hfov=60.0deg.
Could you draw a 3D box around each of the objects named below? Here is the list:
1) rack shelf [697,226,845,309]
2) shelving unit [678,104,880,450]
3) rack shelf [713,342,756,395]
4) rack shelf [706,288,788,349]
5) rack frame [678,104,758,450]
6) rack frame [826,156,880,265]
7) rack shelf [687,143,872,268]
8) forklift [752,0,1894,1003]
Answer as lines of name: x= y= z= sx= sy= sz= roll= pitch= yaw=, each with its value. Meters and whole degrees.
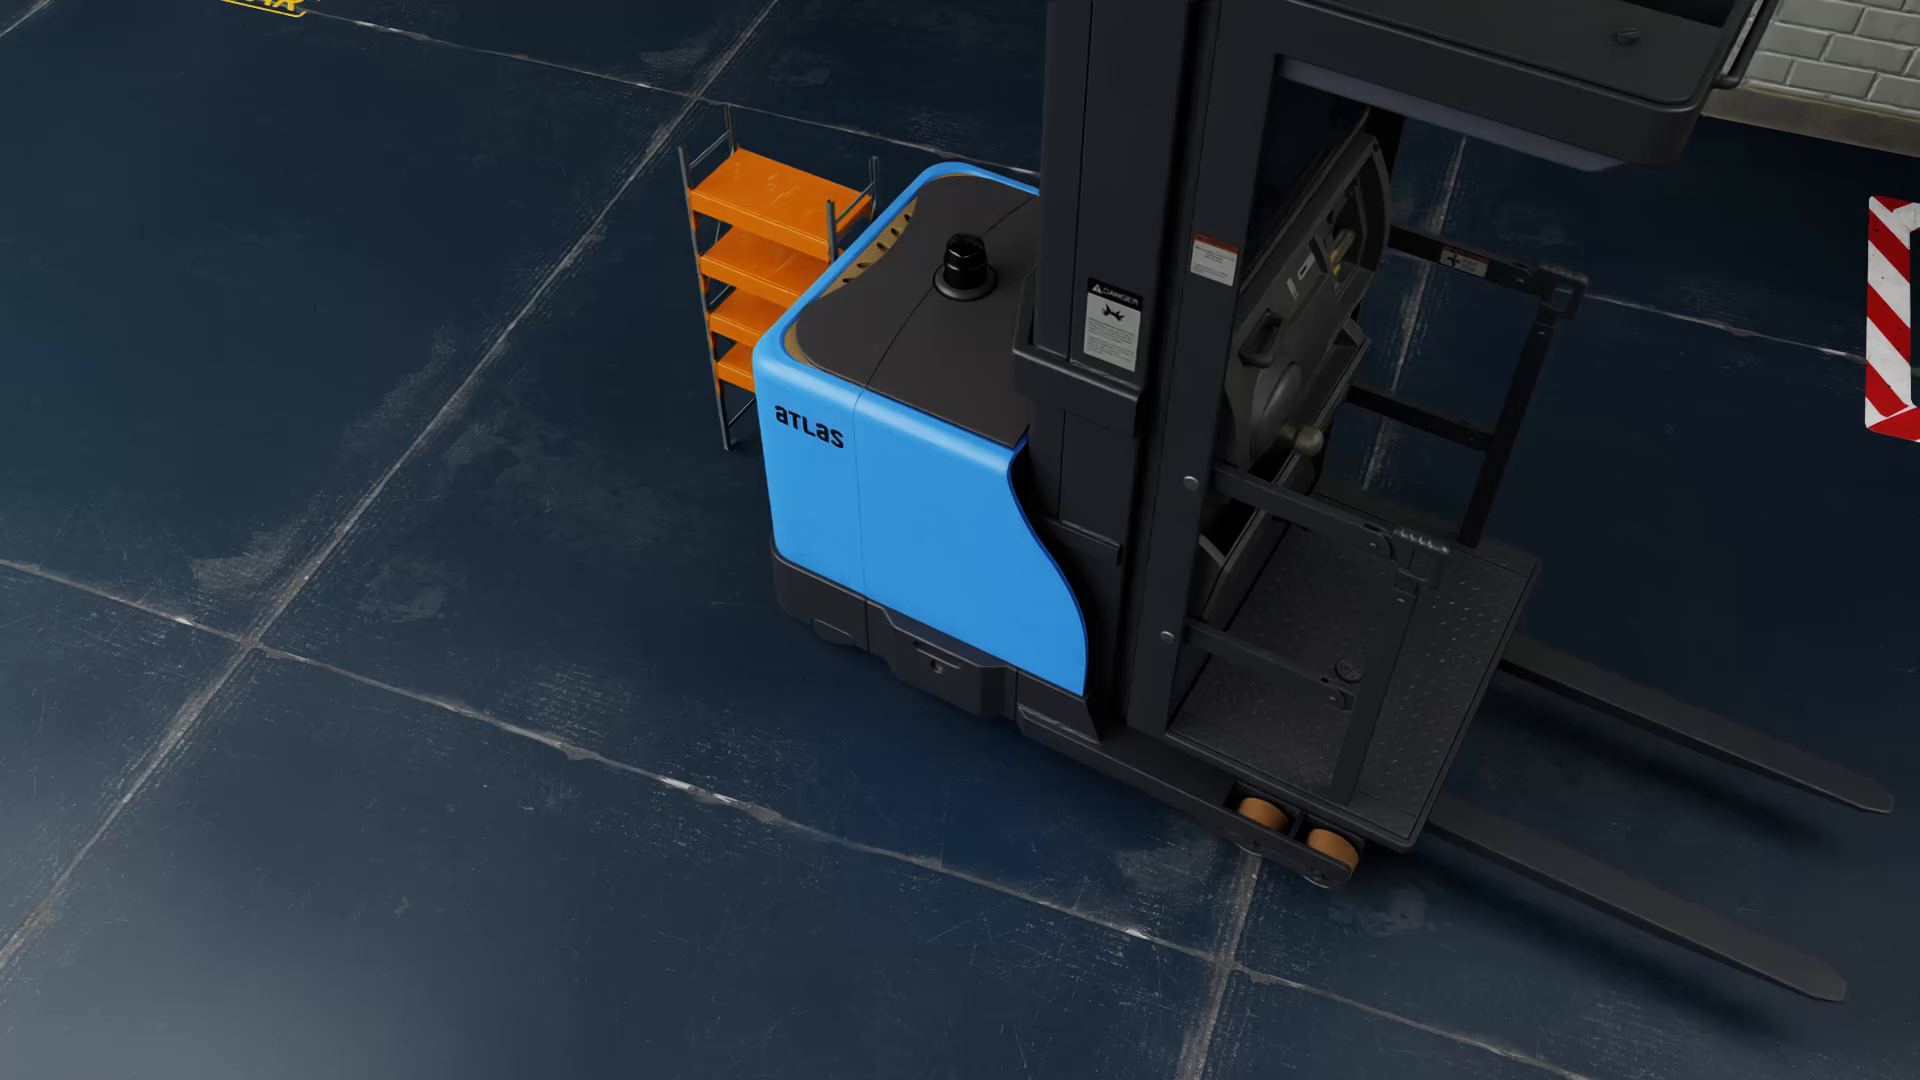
rack shelf: x=-0.504 y=-0.780 z=4.925 sx=0.480 sy=0.148 sz=0.258 roll=24 pitch=53 yaw=19
shelving unit: x=-0.504 y=-0.677 z=5.043 sx=0.503 sy=1.200 sz=0.258 roll=24 pitch=53 yaw=19
rack shelf: x=-0.504 y=-0.503 z=5.244 sx=0.480 sy=0.148 sz=0.258 roll=24 pitch=53 yaw=19
rack shelf: x=-0.504 y=-0.633 z=5.094 sx=0.480 sy=0.148 sz=0.258 roll=24 pitch=53 yaw=19
rack frame: x=-0.715 y=-0.770 z=5.124 sx=0.015 sy=1.200 sz=0.240 roll=24 pitch=53 yaw=19
rack frame: x=-0.293 y=-0.585 z=4.963 sx=0.015 sy=1.200 sz=0.240 roll=24 pitch=53 yaw=19
rack shelf: x=-0.504 y=-0.935 z=4.746 sx=0.480 sy=0.148 sz=0.258 roll=24 pitch=53 yaw=19
forklift: x=0.979 y=-0.496 z=3.740 sx=3.031 sy=2.935 sz=1.130 roll=24 pitch=53 yaw=19
